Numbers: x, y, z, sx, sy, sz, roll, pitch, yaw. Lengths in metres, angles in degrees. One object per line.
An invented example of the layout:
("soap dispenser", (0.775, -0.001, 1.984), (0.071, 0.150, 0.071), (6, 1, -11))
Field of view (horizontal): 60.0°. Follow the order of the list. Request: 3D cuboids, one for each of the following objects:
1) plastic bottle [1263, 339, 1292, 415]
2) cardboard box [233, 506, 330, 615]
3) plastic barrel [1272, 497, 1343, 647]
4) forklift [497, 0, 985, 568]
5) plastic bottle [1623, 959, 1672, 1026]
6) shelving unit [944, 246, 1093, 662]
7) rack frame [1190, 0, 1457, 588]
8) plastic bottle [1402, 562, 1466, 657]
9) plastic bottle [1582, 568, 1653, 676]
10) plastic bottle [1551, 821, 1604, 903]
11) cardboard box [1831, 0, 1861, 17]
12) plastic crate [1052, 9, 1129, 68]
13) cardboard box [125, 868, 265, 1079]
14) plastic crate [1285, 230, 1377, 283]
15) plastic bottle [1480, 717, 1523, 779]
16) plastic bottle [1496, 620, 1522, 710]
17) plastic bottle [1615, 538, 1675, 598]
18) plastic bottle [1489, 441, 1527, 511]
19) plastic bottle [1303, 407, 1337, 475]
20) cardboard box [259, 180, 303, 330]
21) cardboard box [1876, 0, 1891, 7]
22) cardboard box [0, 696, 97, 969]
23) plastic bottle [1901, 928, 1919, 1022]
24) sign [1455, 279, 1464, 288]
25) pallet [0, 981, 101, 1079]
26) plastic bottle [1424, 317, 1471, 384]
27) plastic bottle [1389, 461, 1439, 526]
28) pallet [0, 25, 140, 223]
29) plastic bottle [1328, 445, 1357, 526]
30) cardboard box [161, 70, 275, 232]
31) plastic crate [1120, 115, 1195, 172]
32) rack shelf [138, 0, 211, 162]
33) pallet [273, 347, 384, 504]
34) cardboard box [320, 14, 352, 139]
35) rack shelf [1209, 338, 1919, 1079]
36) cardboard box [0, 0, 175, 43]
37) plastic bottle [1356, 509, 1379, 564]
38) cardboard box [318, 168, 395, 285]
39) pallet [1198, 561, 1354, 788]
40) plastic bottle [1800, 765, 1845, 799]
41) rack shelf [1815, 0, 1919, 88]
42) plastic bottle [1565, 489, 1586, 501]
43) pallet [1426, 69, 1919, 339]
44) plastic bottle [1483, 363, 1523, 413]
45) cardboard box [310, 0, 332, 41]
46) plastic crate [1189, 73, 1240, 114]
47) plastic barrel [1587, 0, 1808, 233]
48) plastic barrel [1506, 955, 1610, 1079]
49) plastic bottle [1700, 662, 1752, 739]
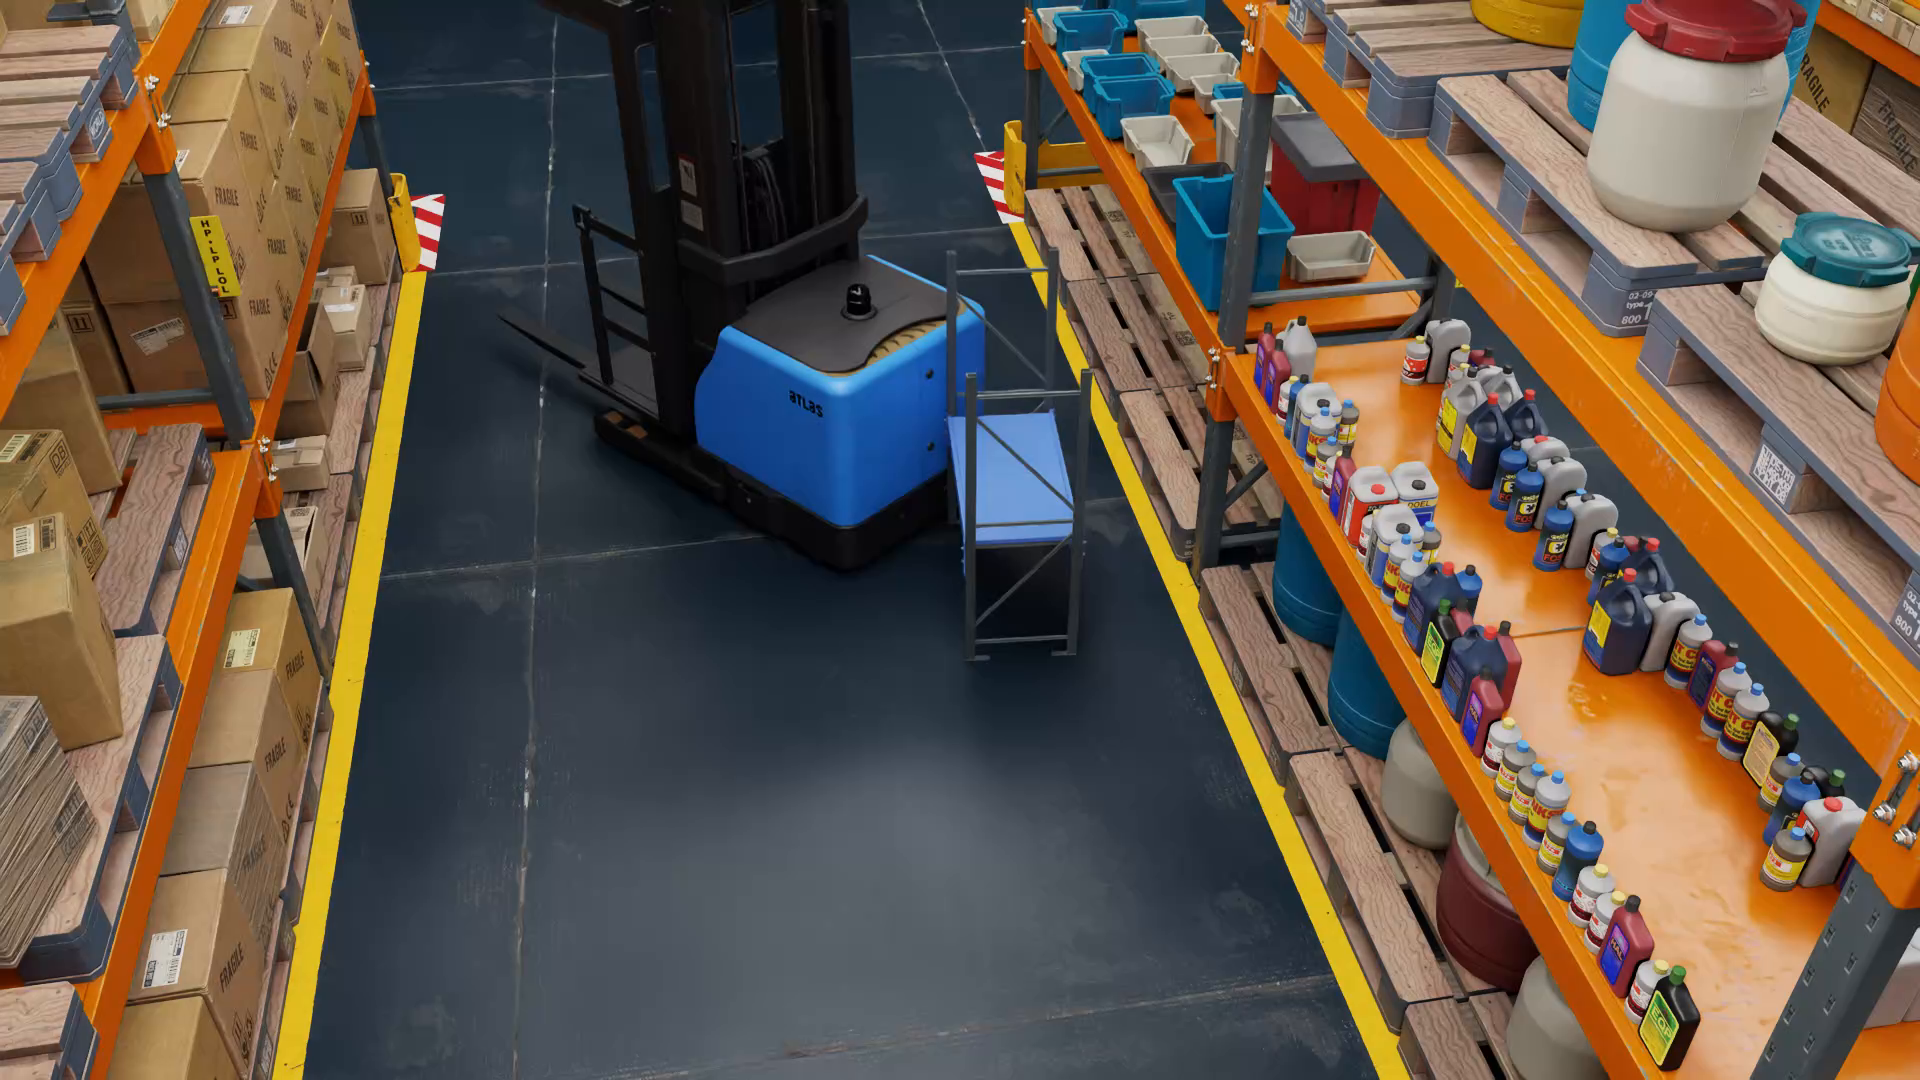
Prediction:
("plastic bottle", (1.272, -0.655, 6.643), (0.061, 0.283, 0.133), (-6, 38, -8))
("cardboard box", (-3.134, 0.093, 7.418), (0.500, 0.311, 0.500), (-6, 38, -8))
("plastic barrel", (1.683, -0.055, 7.144), (0.600, 0.901, 0.708), (-6, 38, -8))
("forklift", (-1.293, -1.803, 8.082), (3.031, 2.935, 1.130), (29, 46, 32))
("plastic bottle", (1.812, 1.176, 4.354), (0.097, 0.201, 0.097), (0, 38, 0))
("shelving unit", (0.231, -0.379, 7.415), (0.538, 1.500, 1.048), (-3, 38, -4))
("rack frame", (1.604, -1.049, 7.055), (1.000, 3.000, 0.127), (-6, 38, -8))
("plastic bottle", (1.571, 0.205, 5.481), (0.144, 0.351, 0.185), (-6, 38, -8))
("plastic bottle", (2.154, 0.254, 5.418), (0.144, 0.351, 0.185), (-6, 38, -8))
("plastic bottle", (1.737, 0.891, 4.663), (0.097, 0.271, 0.097), (0, 38, 0))
("cardboard box", (5.608, -3.339, 10.207), (0.380, 0.149, 0.250), (-7, 38, -9))
("plastic crate", (0.737, -2.840, 9.448), (0.416, 0.233, 0.300), (-6, 38, -8))
("cardboard box", (-2.647, 1.472, 5.489), (0.500, 0.500, 0.500), (-7, 38, -9))
("plastic crate", (1.663, -1.265, 7.499), (0.396, 0.136, 0.243), (-6, 38, -8))
("plastic bottle", (1.652, 0.625, 5.063), (0.097, 0.201, 0.097), (0, 38, 0))
("plastic bottle", (1.723, 0.397, 5.288), (0.061, 0.283, 0.133), (-6, 38, -8))
("plastic bottle", (2.280, 0.156, 5.544), (0.144, 0.351, 0.185), (-6, 38, -8))
("plastic bottle", (2.024, -0.245, 6.125), (0.097, 0.271, 0.097), (0, 38, 0))
("plastic bottle", (1.368, -0.383, 6.303), (0.097, 0.271, 0.097), (0, 38, 0))
("cardboard box", (-3.187, -1.204, 7.173), (0.500, 0.500, 0.500), (-6, 38, -7))
("cardboard box", (5.695, -3.423, 9.991), (0.500, 0.250, 0.500), (-7, 38, -9))
("cardboard box", (-2.766, 0.751, 4.314), (0.700, 0.500, 0.500), (0, 38, 1))
("plastic bottle", (2.548, 1.120, 4.364), (0.152, 0.276, 0.135), (-6, 38, -8))
("sign", (2.146, -1.216, 7.045), (0.100, 0.325, 0.005), (-6, 38, -8))
("pallet", (-2.760, 1.572, 3.838), (1.213, 0.211, 1.003), (-6, 38, -8))
("plastic bottle", (1.991, -0.796, 6.831), (0.152, 0.276, 0.135), (-6, 38, -8))
("plastic bottle", (1.622, -0.136, 5.981), (0.152, 0.276, 0.135), (-6, 38, -8))
("pallet", (-3.228, -1.227, 4.993), (1.213, 0.211, 1.003), (-6, 38, -8))
("plastic bottle", (1.404, -0.199, 6.056), (0.061, 0.283, 0.133), (-6, 38, -8))
("cardboard box", (-3.170, -1.579, 6.841), (0.500, 0.500, 0.500), (-7, 38, -9))
("plastic crate", (1.003, -1.988, 8.429), (0.293, 0.136, 0.466), (-6, 38, -8))
("rack shelf", (-3.624, -2.627, 7.227), (1.077, 0.370, 4.000), (-6, 38, -8))
("pallet", (-3.610, -0.570, 8.712), (1.003, 0.211, 1.213), (-6, 38, -8))
("cardboard box", (-3.534, -2.419, 8.738), (0.500, 0.500, 0.500), (-6, 38, -8))
("rack shelf", (1.955, 0.443, 5.721), (1.077, 0.370, 4.000), (-6, 38, -8))
("cardboard box", (-3.115, -1.964, 5.910), (0.500, 0.250, 0.500), (-6, 38, -8))
("plastic bottle", (1.466, -0.017, 5.889), (0.097, 0.201, 0.097), (0, 38, 0))
("cardboard box", (-3.637, -1.819, 9.725), (0.500, 0.500, 0.500), (-6, 38, -8))
("pallet", (1.698, 0.523, 7.305), (1.003, 0.211, 1.213), (-6, 38, -8))
("plastic bottle", (2.488, 0.752, 4.832), (0.061, 0.283, 0.133), (-6, 38, -8))
("rack shelf", (6.130, -2.505, 9.516), (1.077, 0.370, 4.000), (-6, 38, -8))
("plastic bottle", (2.215, -0.093, 5.987), (0.097, 0.201, 0.097), (0, 38, 0))
("pallet", (2.039, -1.011, 4.715), (1.003, 0.211, 1.213), (-6, 38, -8))
("plastic bottle", (2.087, -0.509, 6.401), (0.144, 0.351, 0.185), (-6, 38, -8))
("cardboard box", (-3.537, -2.824, 8.444), (0.500, 0.500, 0.500), (-5, 38, -7))
("plastic crate", (1.403, -2.392, 8.950), (0.298, 0.136, 0.250), (-6, 38, -8))
("plastic barrel", (1.846, -1.091, 4.212), (0.433, 0.535, 0.433), (0, 38, 0))
("plastic barrel", (2.016, 1.559, 5.384), (0.421, 0.512, 0.421), (0, 38, 0))
("plastic bottle", (2.392, 0.491, 5.178), (0.097, 0.271, 0.097), (0, 38, 0))
